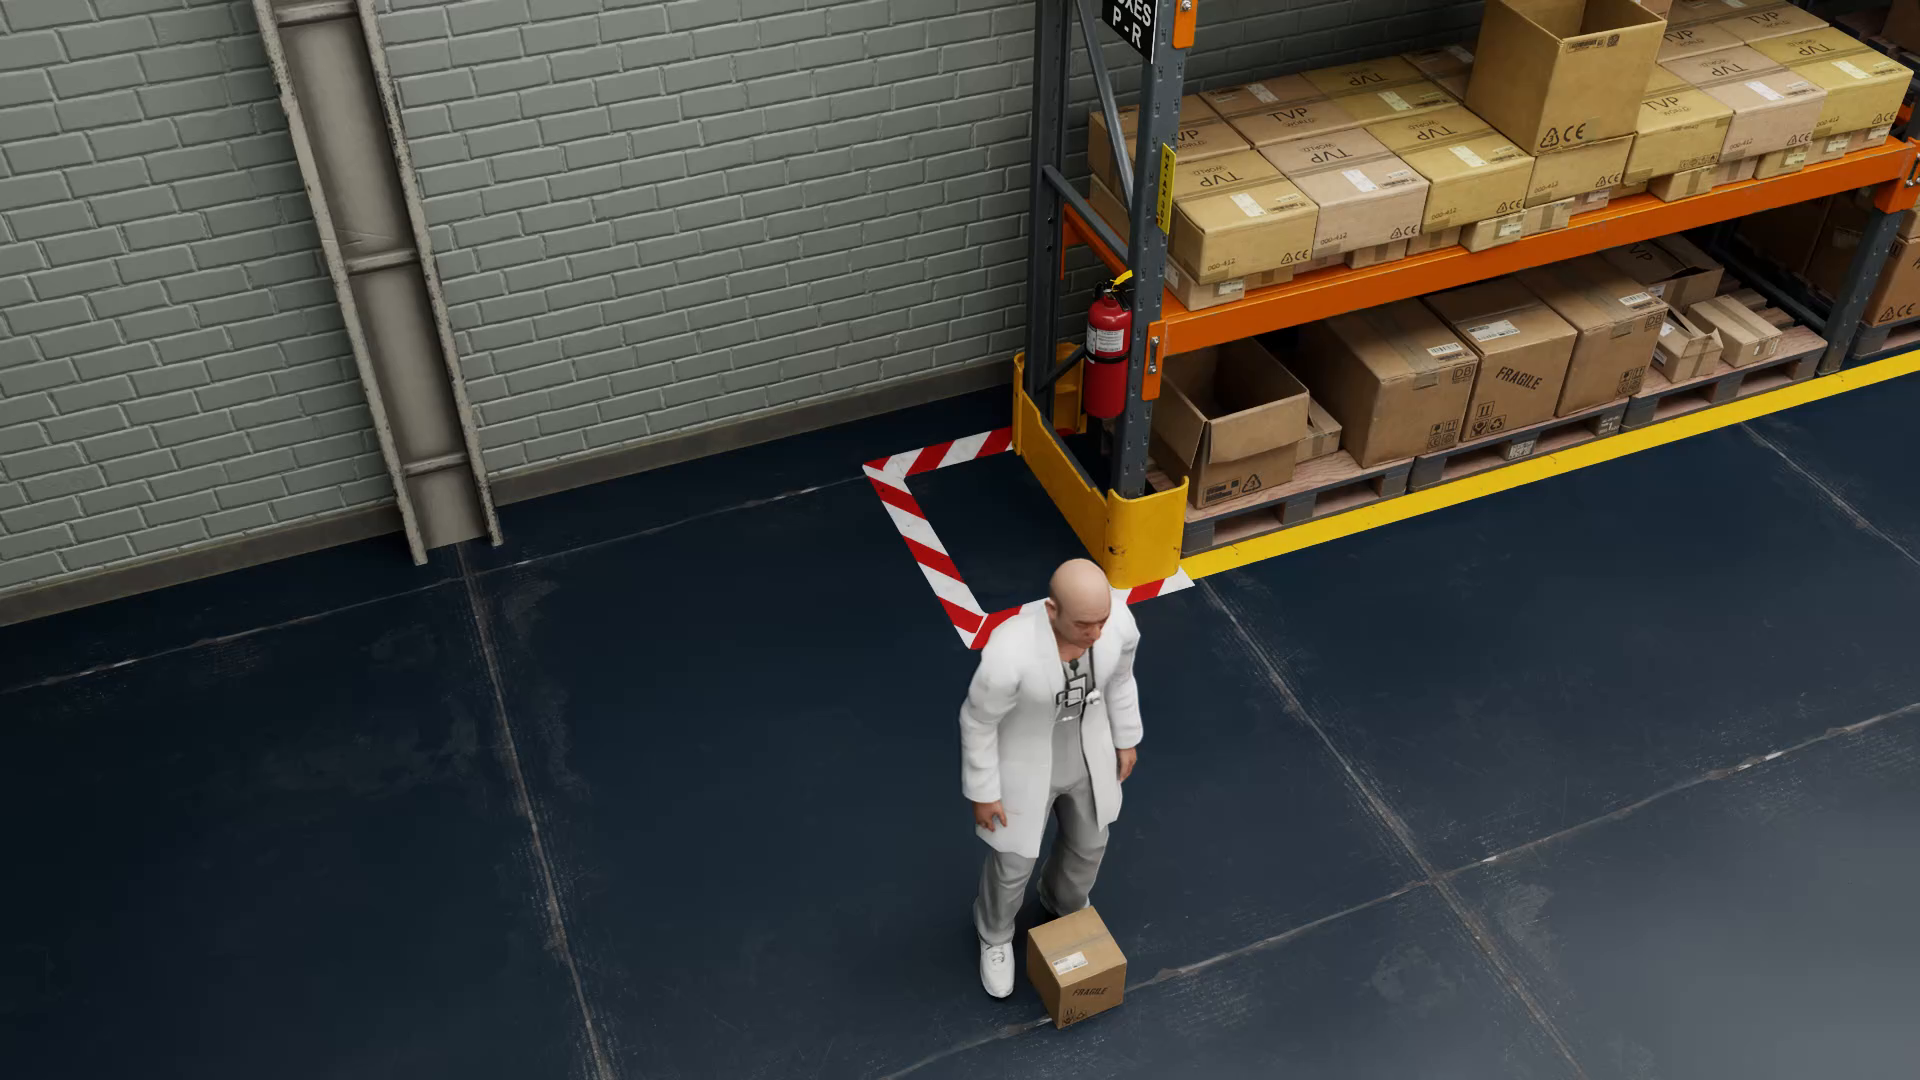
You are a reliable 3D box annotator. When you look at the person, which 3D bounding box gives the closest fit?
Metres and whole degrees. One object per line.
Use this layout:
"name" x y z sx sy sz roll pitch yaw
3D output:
"person" 0.303 0.727 5.341 0.646 1.772 0.429 -18 44 -19
